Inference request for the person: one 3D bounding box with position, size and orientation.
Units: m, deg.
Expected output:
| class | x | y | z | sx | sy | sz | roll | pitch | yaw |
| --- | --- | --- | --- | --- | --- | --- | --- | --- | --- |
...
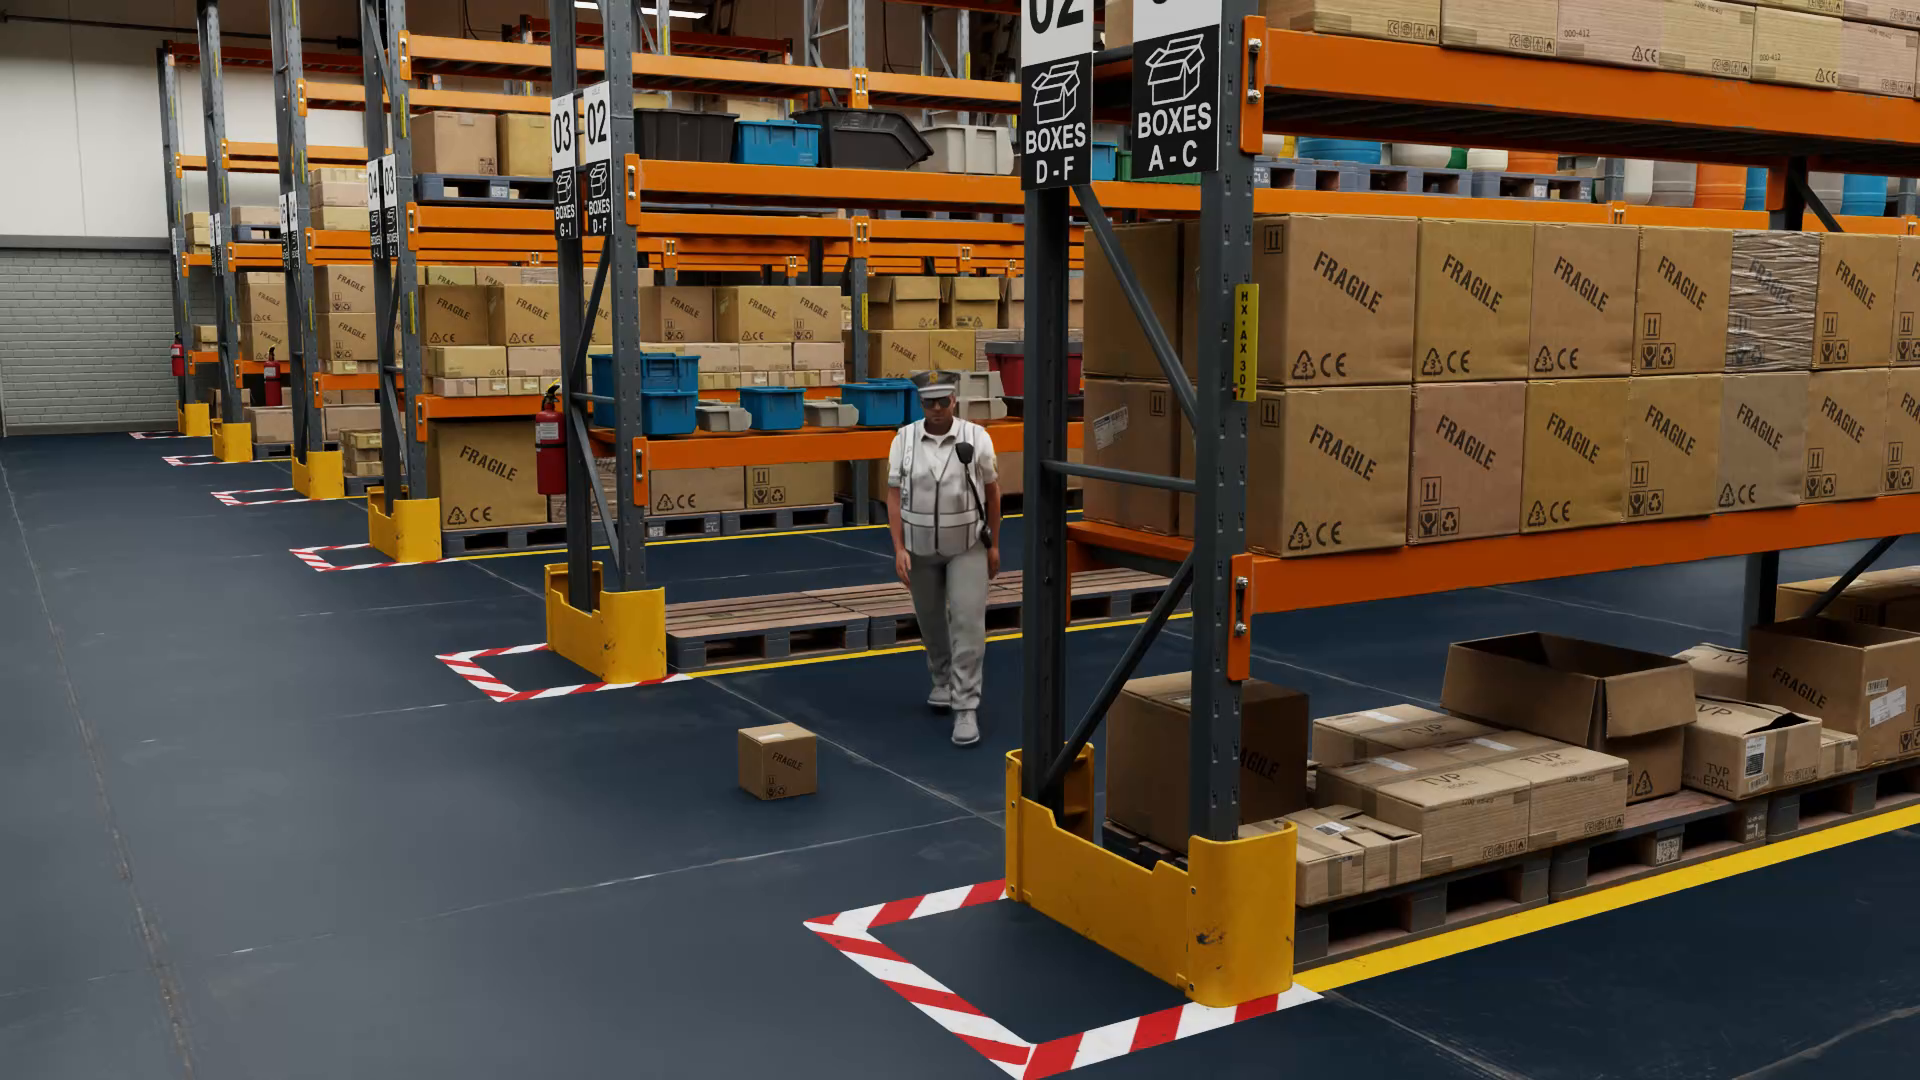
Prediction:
| class | x | y | z | sx | sy | sz | roll | pitch | yaw |
| --- | --- | --- | --- | --- | --- | --- | --- | --- | --- |
| person | -0.091 | 0.036 | 8.031 | 0.539 | 1.717 | 0.932 | 1 | 8 | 10 |
